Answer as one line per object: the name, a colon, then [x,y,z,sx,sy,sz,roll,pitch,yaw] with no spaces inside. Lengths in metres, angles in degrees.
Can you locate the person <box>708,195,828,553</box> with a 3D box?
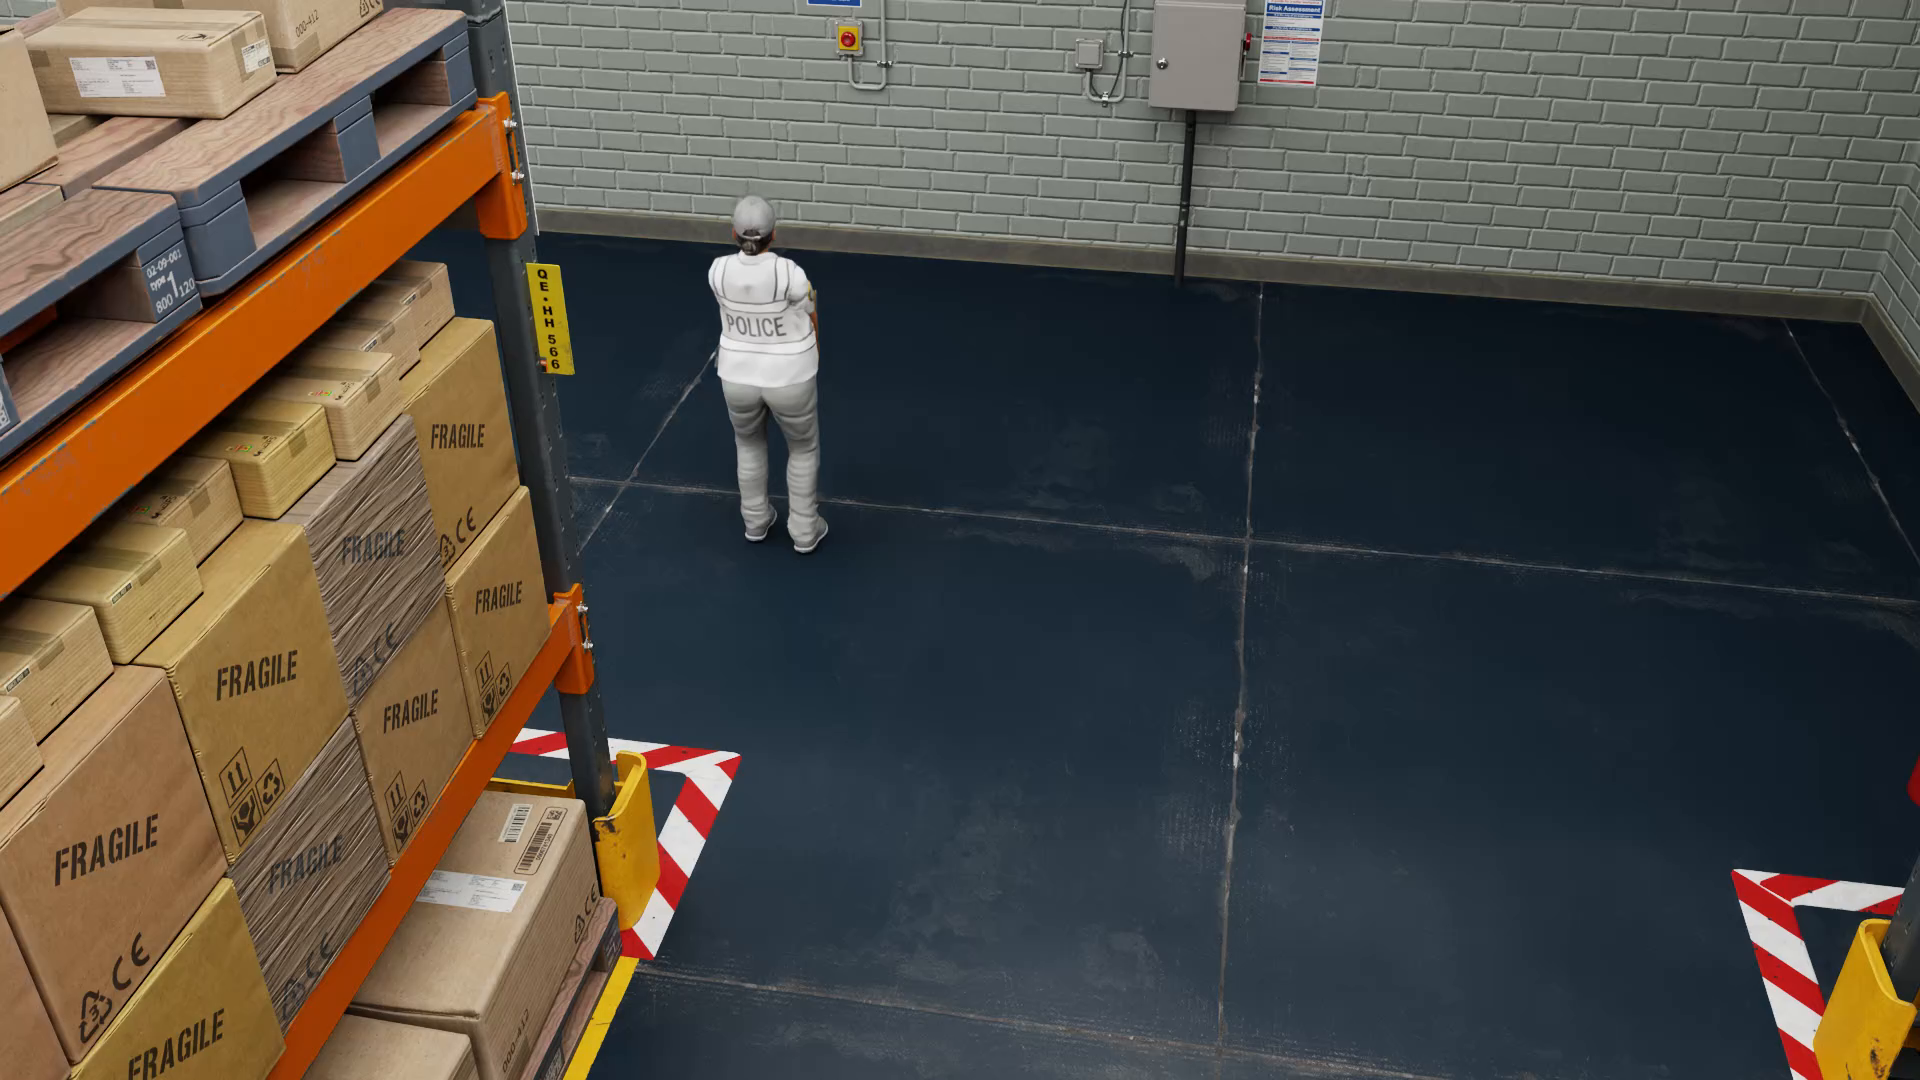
person: [-0.825,-0.738,7.300,0.452,1.663,0.542,5,33,8]
